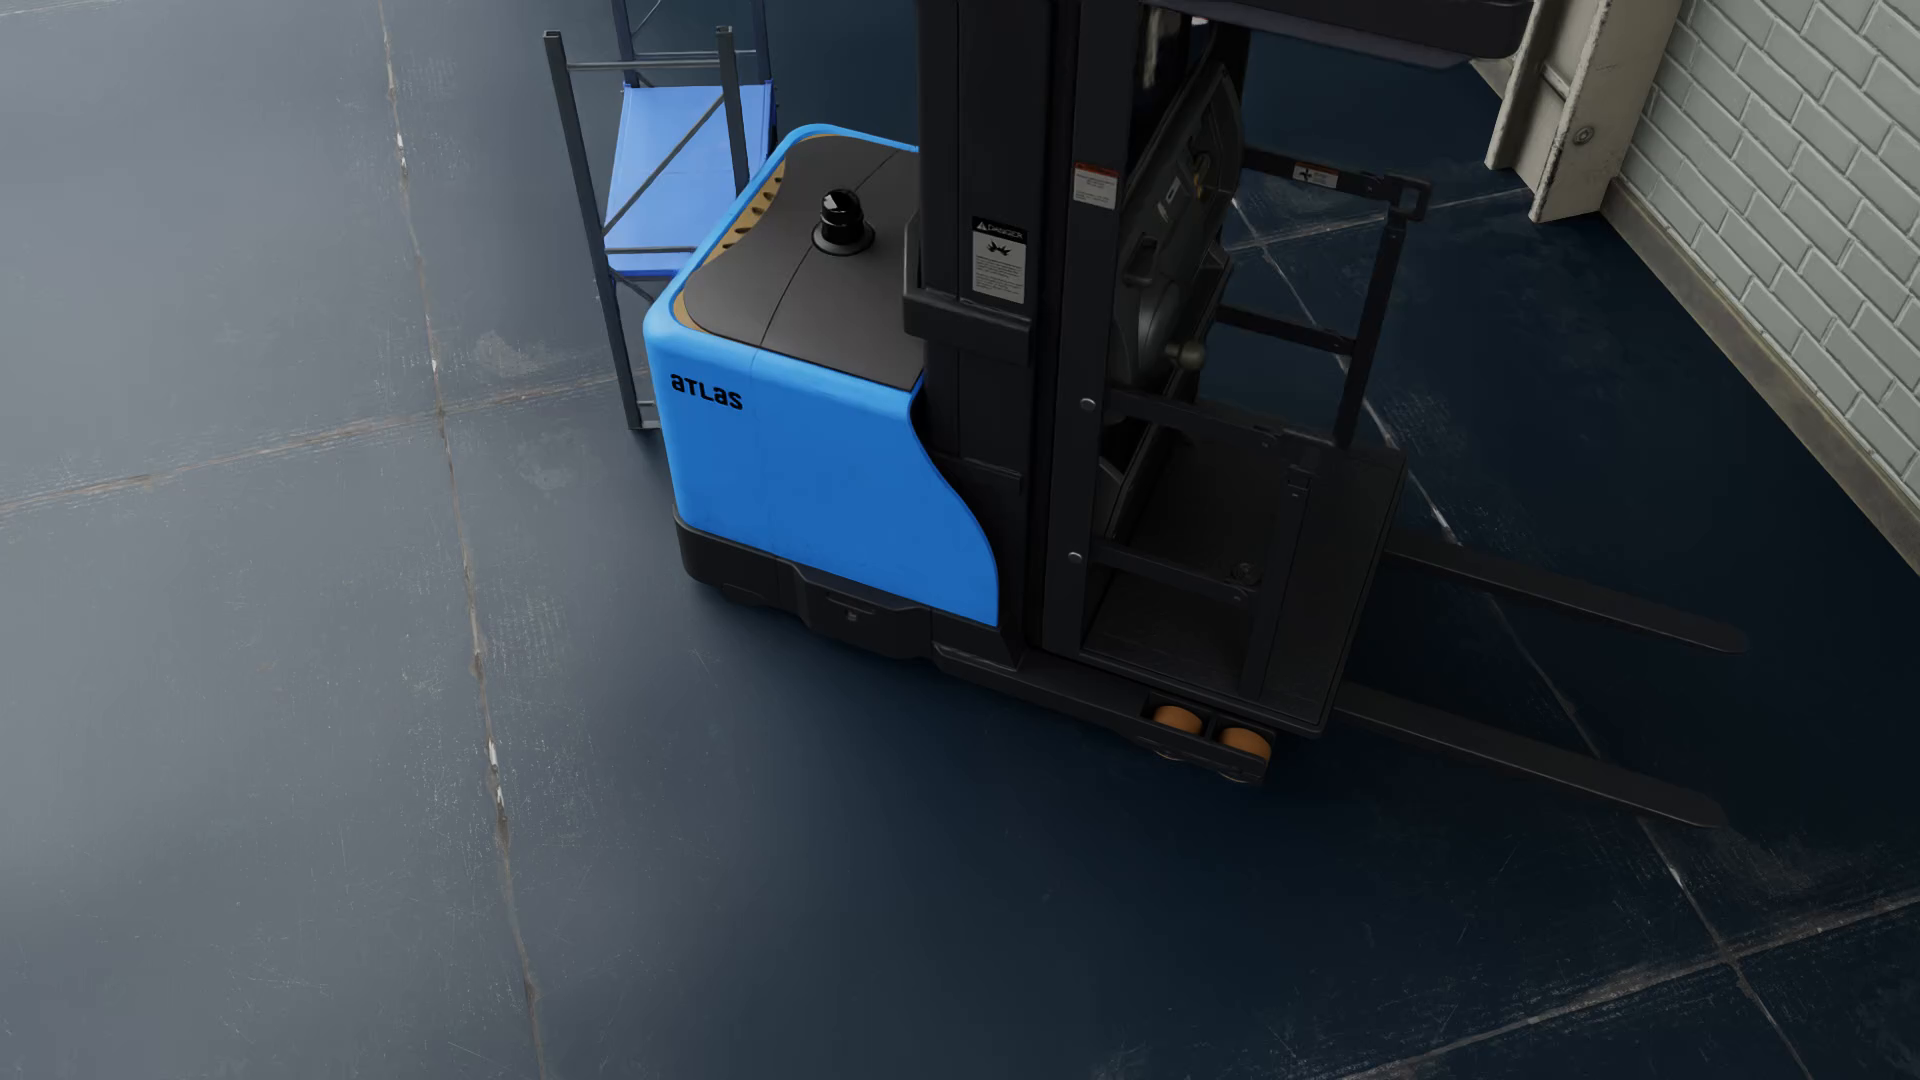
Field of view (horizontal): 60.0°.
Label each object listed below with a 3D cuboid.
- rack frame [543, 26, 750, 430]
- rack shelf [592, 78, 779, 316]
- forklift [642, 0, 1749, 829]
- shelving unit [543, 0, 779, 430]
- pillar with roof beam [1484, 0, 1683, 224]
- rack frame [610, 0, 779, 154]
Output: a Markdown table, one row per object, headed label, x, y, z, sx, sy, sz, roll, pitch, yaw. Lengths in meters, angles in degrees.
| label | x | y | z | sx | sy | sz | roll | pitch | yaw |
| --- | --- | --- | --- | --- | --- | --- | --- | --- | --- |
| rack frame | -0.859 | -0.871 | 5.004 | 0.500 | 1.500 | 0.032 | -2 | 50 | -2 |
| rack shelf | -0.880 | -1.144 | 5.468 | 0.538 | 0.185 | 1.000 | -2 | 50 | -2 |
| forklift | 0.715 | -0.729 | 3.947 | 3.031 | 2.935 | 1.130 | 18 | 52 | 14 |
| shelving unit | -0.880 | -1.260 | 5.331 | 0.538 | 1.500 | 1.048 | -2 | 50 | -2 |
| pillar with roof beam | -1.862 | -3.296 | 2.143 | 9.100 | 9.000 | 0.400 | -13 | 51 | -11 |
| rack frame | -0.901 | -1.648 | 5.658 | 0.500 | 1.500 | 0.032 | -2 | 50 | -2 |
